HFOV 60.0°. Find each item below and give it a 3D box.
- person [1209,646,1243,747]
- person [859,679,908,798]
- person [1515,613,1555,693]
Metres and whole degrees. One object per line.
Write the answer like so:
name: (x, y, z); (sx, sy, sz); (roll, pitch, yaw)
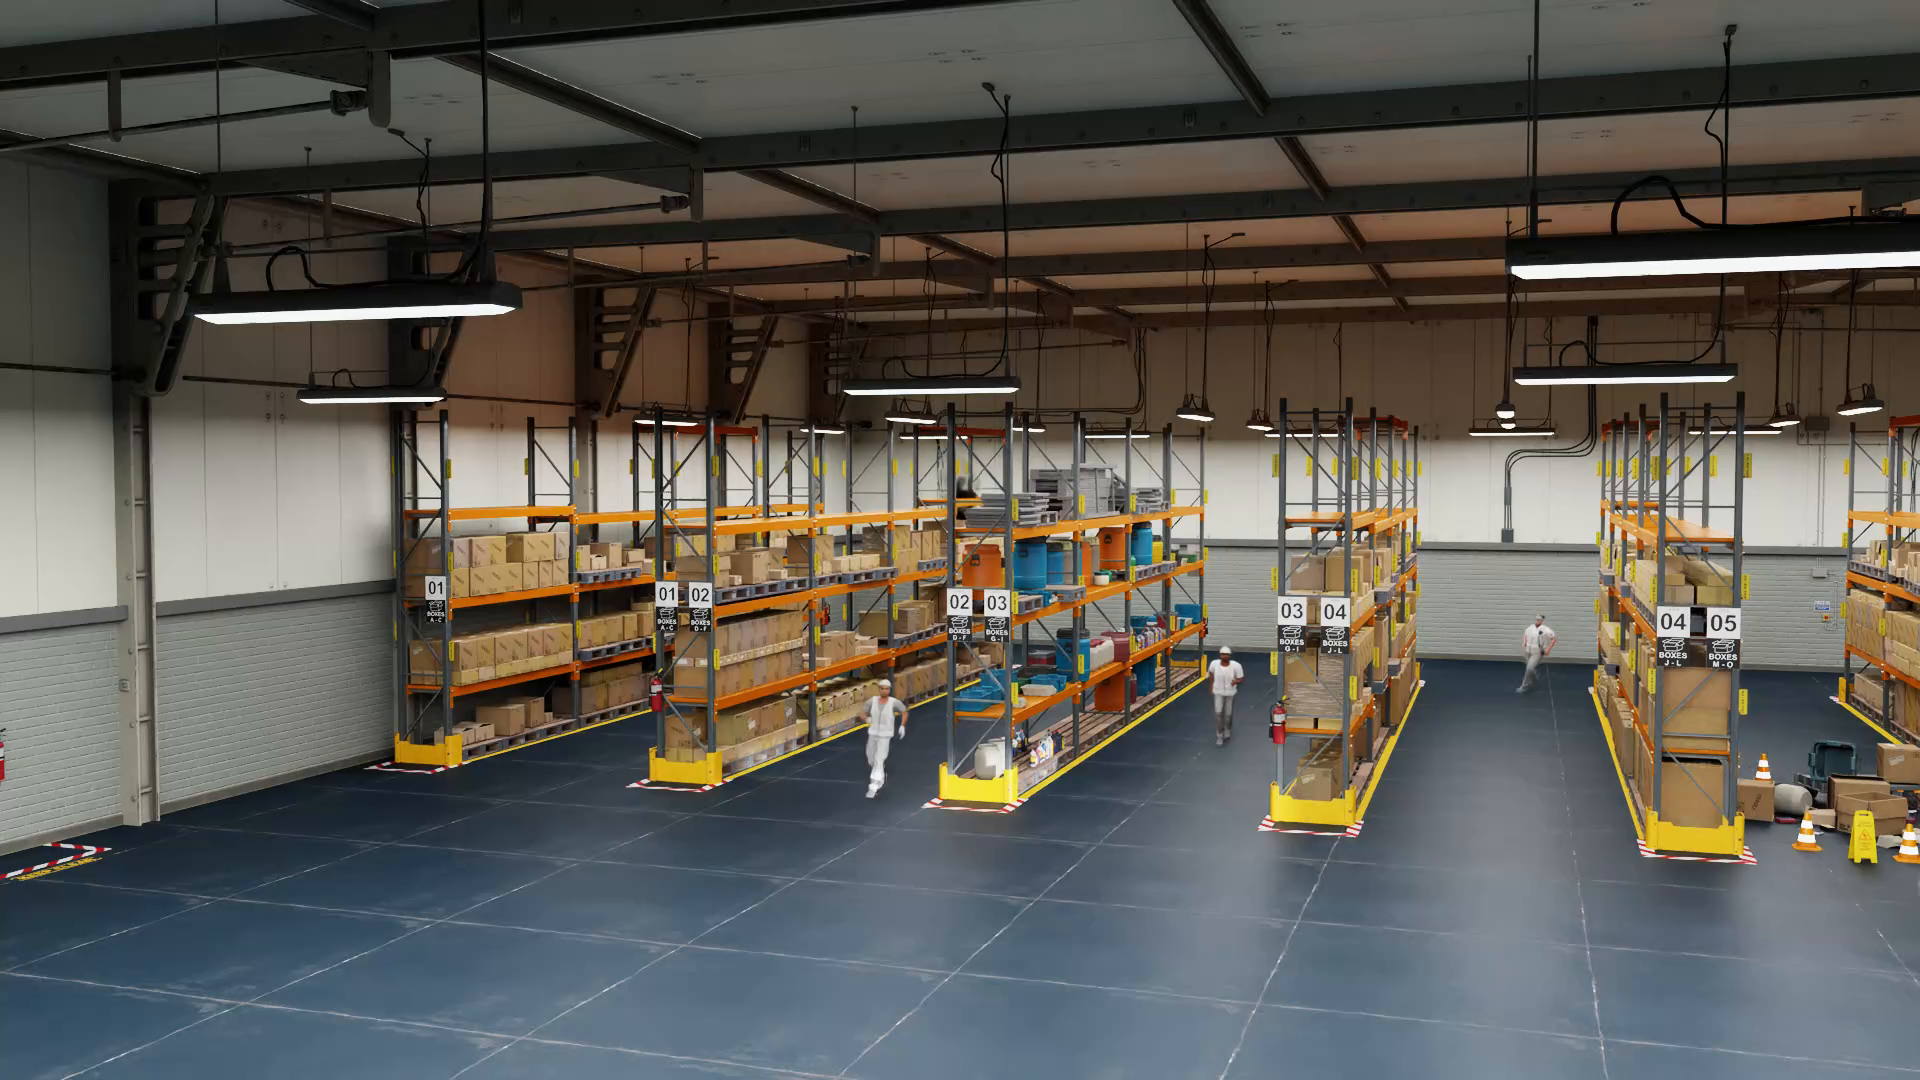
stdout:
person: (4.851, 2.826, 30.328); (0.616, 1.807, 0.893); (0, 2, 9)
person: (-1.217, 3.006, 25.448); (0.706, 1.746, 0.979); (1, 3, 17)
person: (12.902, 2.520, 37.334); (0.965, 1.764, 0.744); (-2, 3, -36)
